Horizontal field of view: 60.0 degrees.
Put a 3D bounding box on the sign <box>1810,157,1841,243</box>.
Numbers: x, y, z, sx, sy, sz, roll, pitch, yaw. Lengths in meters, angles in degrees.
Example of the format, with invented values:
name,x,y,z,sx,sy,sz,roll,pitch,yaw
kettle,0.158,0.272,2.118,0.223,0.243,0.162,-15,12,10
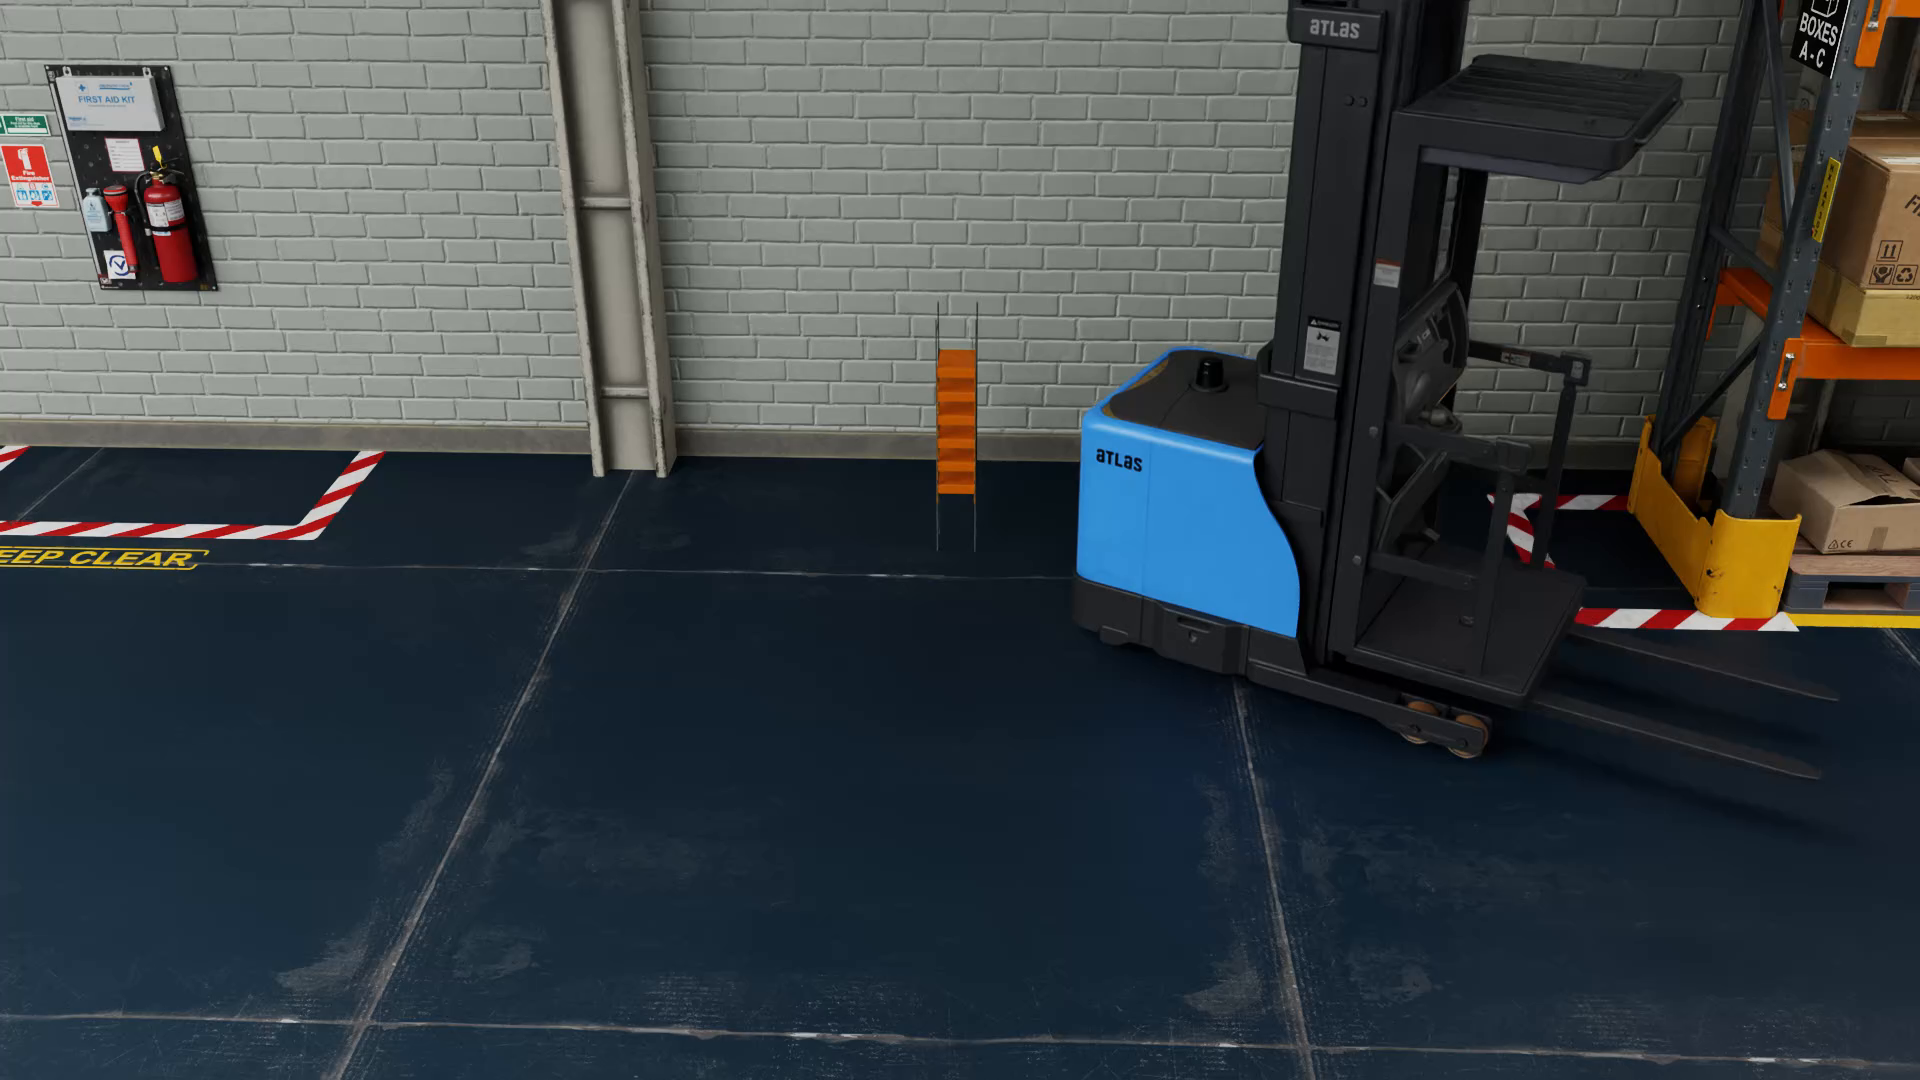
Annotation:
name,x,y,z,sx,sy,sz,roll,pitch,yaw
sign,3.490,-1.372,6.711,0.005,0.325,0.100,1,28,2

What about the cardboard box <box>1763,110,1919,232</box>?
name,x,y,z,sx,sy,sz,roll,pitch,yaw
cardboard box,3.988,-1.609,7.420,0.500,0.500,0.500,1,28,1

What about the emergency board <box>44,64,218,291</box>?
name,x,y,z,sx,sy,sz,roll,pitch,yaw
emergency board,-4.225,-1.794,8.432,0.643,1.169,0.194,1,28,2

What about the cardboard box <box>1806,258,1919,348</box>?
name,x,y,z,sx,sy,sz,roll,pitch,yaw
cardboard box,3.986,-1.029,7.127,0.500,0.250,0.500,0,28,0

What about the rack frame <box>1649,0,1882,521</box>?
name,x,y,z,sx,sy,sz,roll,pitch,yaw
rack frame,3.509,-1.243,7.393,0.127,3.000,1.000,1,28,2

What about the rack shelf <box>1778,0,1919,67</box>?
name,x,y,z,sx,sy,sz,roll,pitch,yaw
rack shelf,5.508,-2.218,6.796,4.000,0.370,1.077,1,28,2

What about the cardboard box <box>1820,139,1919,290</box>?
name,x,y,z,sx,sy,sz,roll,pitch,yaw
cardboard box,3.976,-1.369,6.967,0.500,0.500,0.500,1,28,2

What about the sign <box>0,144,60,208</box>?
name,x,y,z,sx,sy,sz,roll,pitch,yaw
sign,-4.774,-1.868,8.532,0.234,0.329,0.001,1,28,2

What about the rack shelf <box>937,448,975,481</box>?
name,x,y,z,sx,sy,sz,roll,pitch,yaw
rack shelf,-0.014,-0.385,8.046,0.180,0.103,0.258,1,28,2

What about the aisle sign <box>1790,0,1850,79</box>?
name,x,y,z,sx,sy,sz,roll,pitch,yaw
aisle sign,3.427,-2.253,6.521,0.004,0.787,0.394,1,28,2

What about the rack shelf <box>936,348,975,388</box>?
name,x,y,z,sx,sy,sz,roll,pitch,yaw
rack shelf,-0.014,-0.809,7.822,0.180,0.103,0.258,1,28,2

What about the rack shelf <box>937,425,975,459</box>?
name,x,y,z,sx,sy,sz,roll,pitch,yaw
rack shelf,-0.014,-0.491,7.990,0.180,0.103,0.258,1,28,2

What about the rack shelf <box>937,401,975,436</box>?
name,x,y,z,sx,sy,sz,roll,pitch,yaw
rack shelf,-0.014,-0.597,7.934,0.180,0.103,0.258,1,28,2

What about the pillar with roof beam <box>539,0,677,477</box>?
name,x,y,z,sx,sy,sz,roll,pitch,yaw
pillar with roof beam,-1.909,-2.371,3.115,0.400,9.000,9.100,1,28,2

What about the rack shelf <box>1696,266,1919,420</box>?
name,x,y,z,sx,sy,sz,roll,pitch,yaw
rack shelf,5.508,-0.892,7.499,4.000,0.370,1.077,1,28,2

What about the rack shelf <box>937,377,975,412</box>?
name,x,y,z,sx,sy,sz,roll,pitch,yaw
rack shelf,-0.014,-0.703,7.878,0.180,0.103,0.258,1,28,2

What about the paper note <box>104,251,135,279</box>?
name,x,y,z,sx,sy,sz,roll,pitch,yaw
paper note,-4.400,-1.440,8.705,0.142,0.148,0.016,1,28,2

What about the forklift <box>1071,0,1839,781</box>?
name,x,y,z,sx,sy,sz,roll,pitch,yaw
forklift,2.028,-0.713,6.466,3.031,2.935,1.130,16,32,27

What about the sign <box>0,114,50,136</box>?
name,x,y,z,sx,sy,sz,roll,pitch,yaw
sign,-4.770,-2.097,8.400,0.331,0.109,0.001,1,28,2

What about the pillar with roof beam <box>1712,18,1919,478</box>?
name,x,y,z,sx,sy,sz,roll,pitch,yaw
pillar with roof beam,4.088,-2.272,2.928,0.400,9.000,9.100,1,28,2

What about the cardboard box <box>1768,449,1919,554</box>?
name,x,y,z,sx,sy,sz,roll,pitch,yaw
cardboard box,4.198,-0.196,7.818,0.500,0.311,0.500,-2,28,-4

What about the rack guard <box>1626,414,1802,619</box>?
name,x,y,z,sx,sy,sz,roll,pitch,yaw
rack guard,3.585,-0.138,7.976,0.348,0.500,1.175,1,28,2

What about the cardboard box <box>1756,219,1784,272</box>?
name,x,y,z,sx,sy,sz,roll,pitch,yaw
cardboard box,3.983,-1.269,7.580,0.500,0.250,0.500,1,28,3

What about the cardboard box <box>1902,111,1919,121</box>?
name,x,y,z,sx,sy,sz,roll,pitch,yaw
cardboard box,4.491,-1.596,7.396,0.500,0.500,0.500,1,28,2

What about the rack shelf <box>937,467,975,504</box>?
name,x,y,z,sx,sy,sz,roll,pitch,yaw
rack shelf,-0.014,-0.279,8.103,0.180,0.103,0.258,1,28,2

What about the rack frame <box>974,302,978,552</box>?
name,x,y,z,sx,sy,sz,roll,pitch,yaw
rack frame,0.077,-0.529,7.967,0.006,1.200,0.240,1,28,2

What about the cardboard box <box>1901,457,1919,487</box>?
name,x,y,z,sx,sy,sz,roll,pitch,yaw
cardboard box,4.767,-0.187,7.800,0.500,0.311,0.500,3,28,6

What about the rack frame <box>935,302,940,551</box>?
name,x,y,z,sx,sy,sz,roll,pitch,yaw
rack frame,-0.106,-0.532,7.972,0.006,1.200,0.240,1,28,2

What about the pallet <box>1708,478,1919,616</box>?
name,x,y,z,sx,sy,sz,roll,pitch,yaw
pallet,4.396,0.020,7.987,1.213,0.211,1.003,1,28,2

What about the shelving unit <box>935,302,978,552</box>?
name,x,y,z,sx,sy,sz,roll,pitch,yaw
shelving unit,-0.014,-0.530,7.969,0.189,1.200,0.258,1,28,2
